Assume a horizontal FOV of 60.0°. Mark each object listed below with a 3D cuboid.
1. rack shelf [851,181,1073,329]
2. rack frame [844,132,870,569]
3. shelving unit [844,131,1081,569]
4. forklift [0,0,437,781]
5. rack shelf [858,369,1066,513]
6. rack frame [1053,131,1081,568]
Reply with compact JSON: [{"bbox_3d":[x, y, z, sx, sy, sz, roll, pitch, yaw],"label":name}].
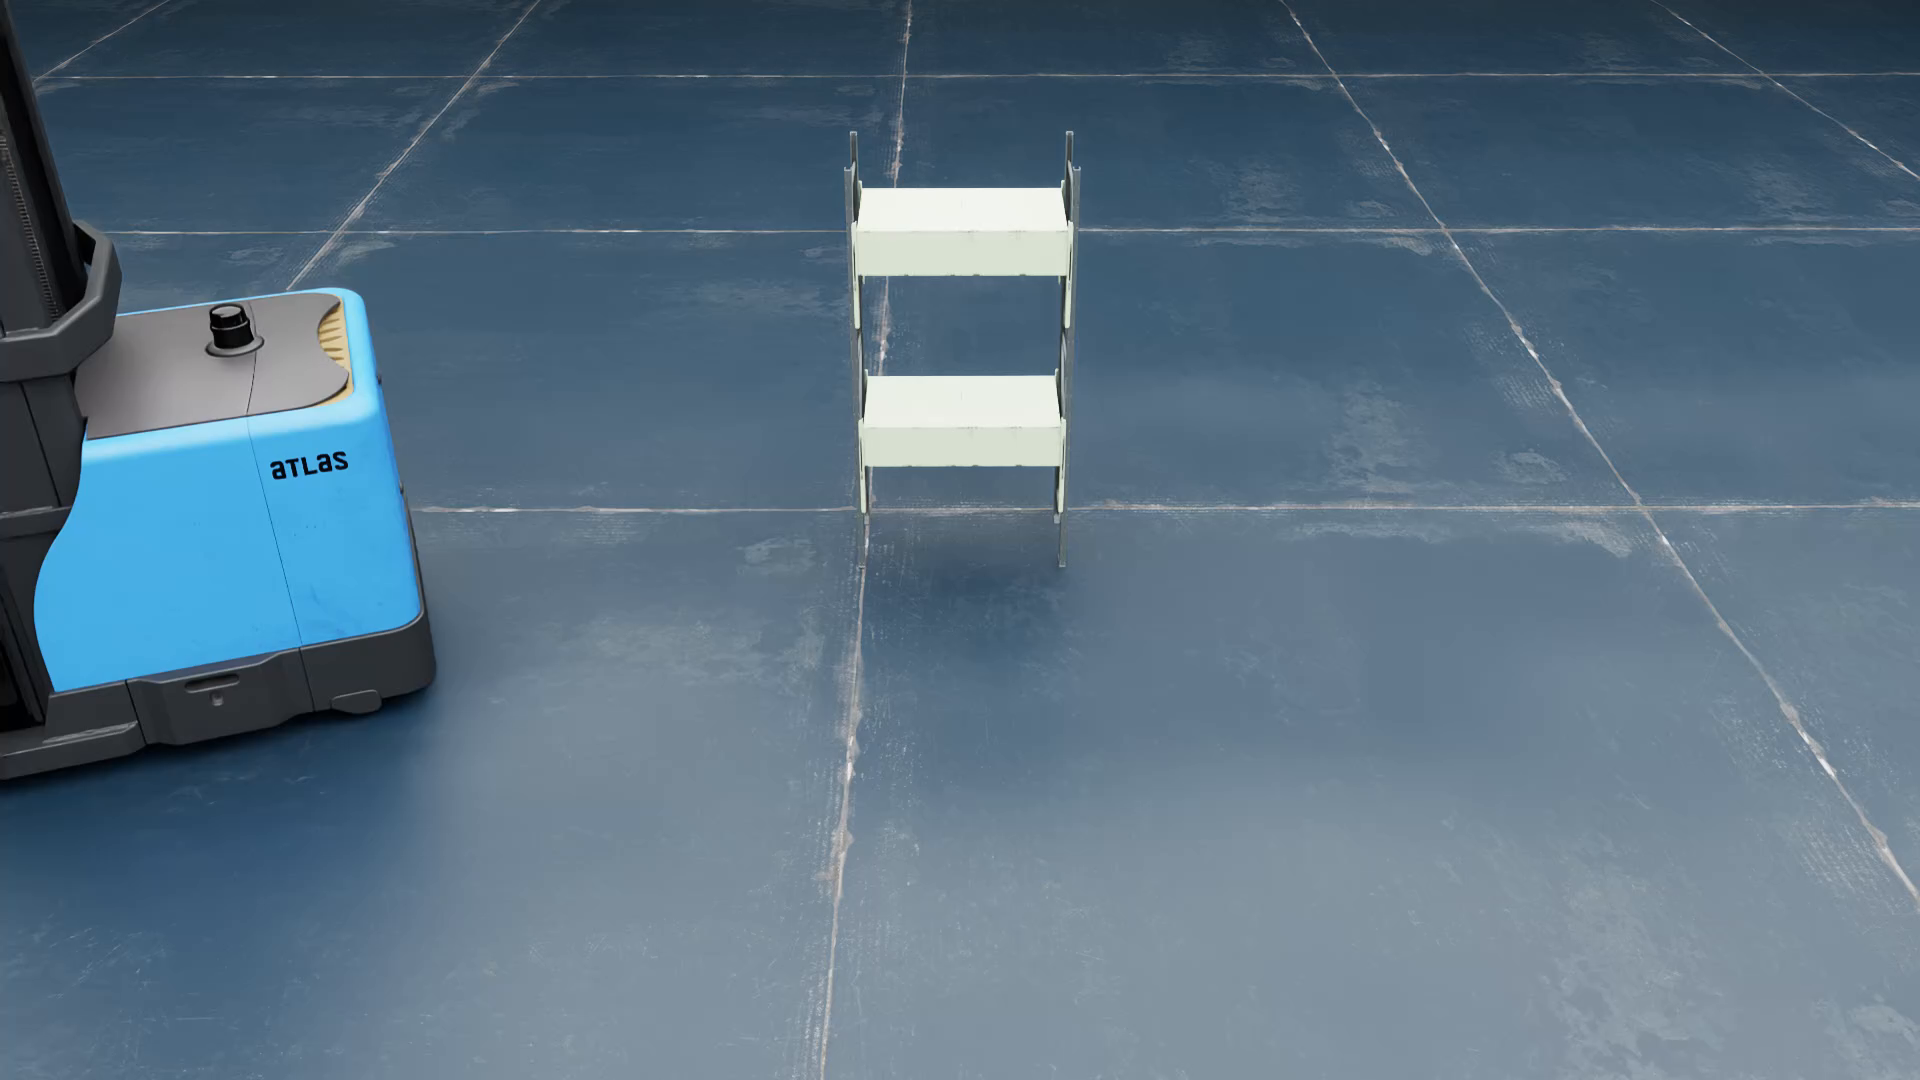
[{"bbox_3d":[0.007,-0.975,5.659,0.720,0.370,0.431,0,31,0],"label":"rack shelf"},{"bbox_3d":[-0.359,-0.640,5.859,0.023,1.500,0.400,0,31,0],"label":"rack frame"},{"bbox_3d":[0.007,-0.641,5.861,0.755,1.500,0.431,0,31,0],"label":"shelving unit"},{"bbox_3d":[-3.272,-0.705,4.586,3.031,2.935,1.130,-11,33,-17],"label":"forklift"},{"bbox_3d":[0.007,-0.363,6.030,0.720,0.370,0.431,0,31,0],"label":"rack shelf"},{"bbox_3d":[0.373,-0.642,5.863,0.023,1.500,0.400,0,31,0],"label":"rack frame"}]
